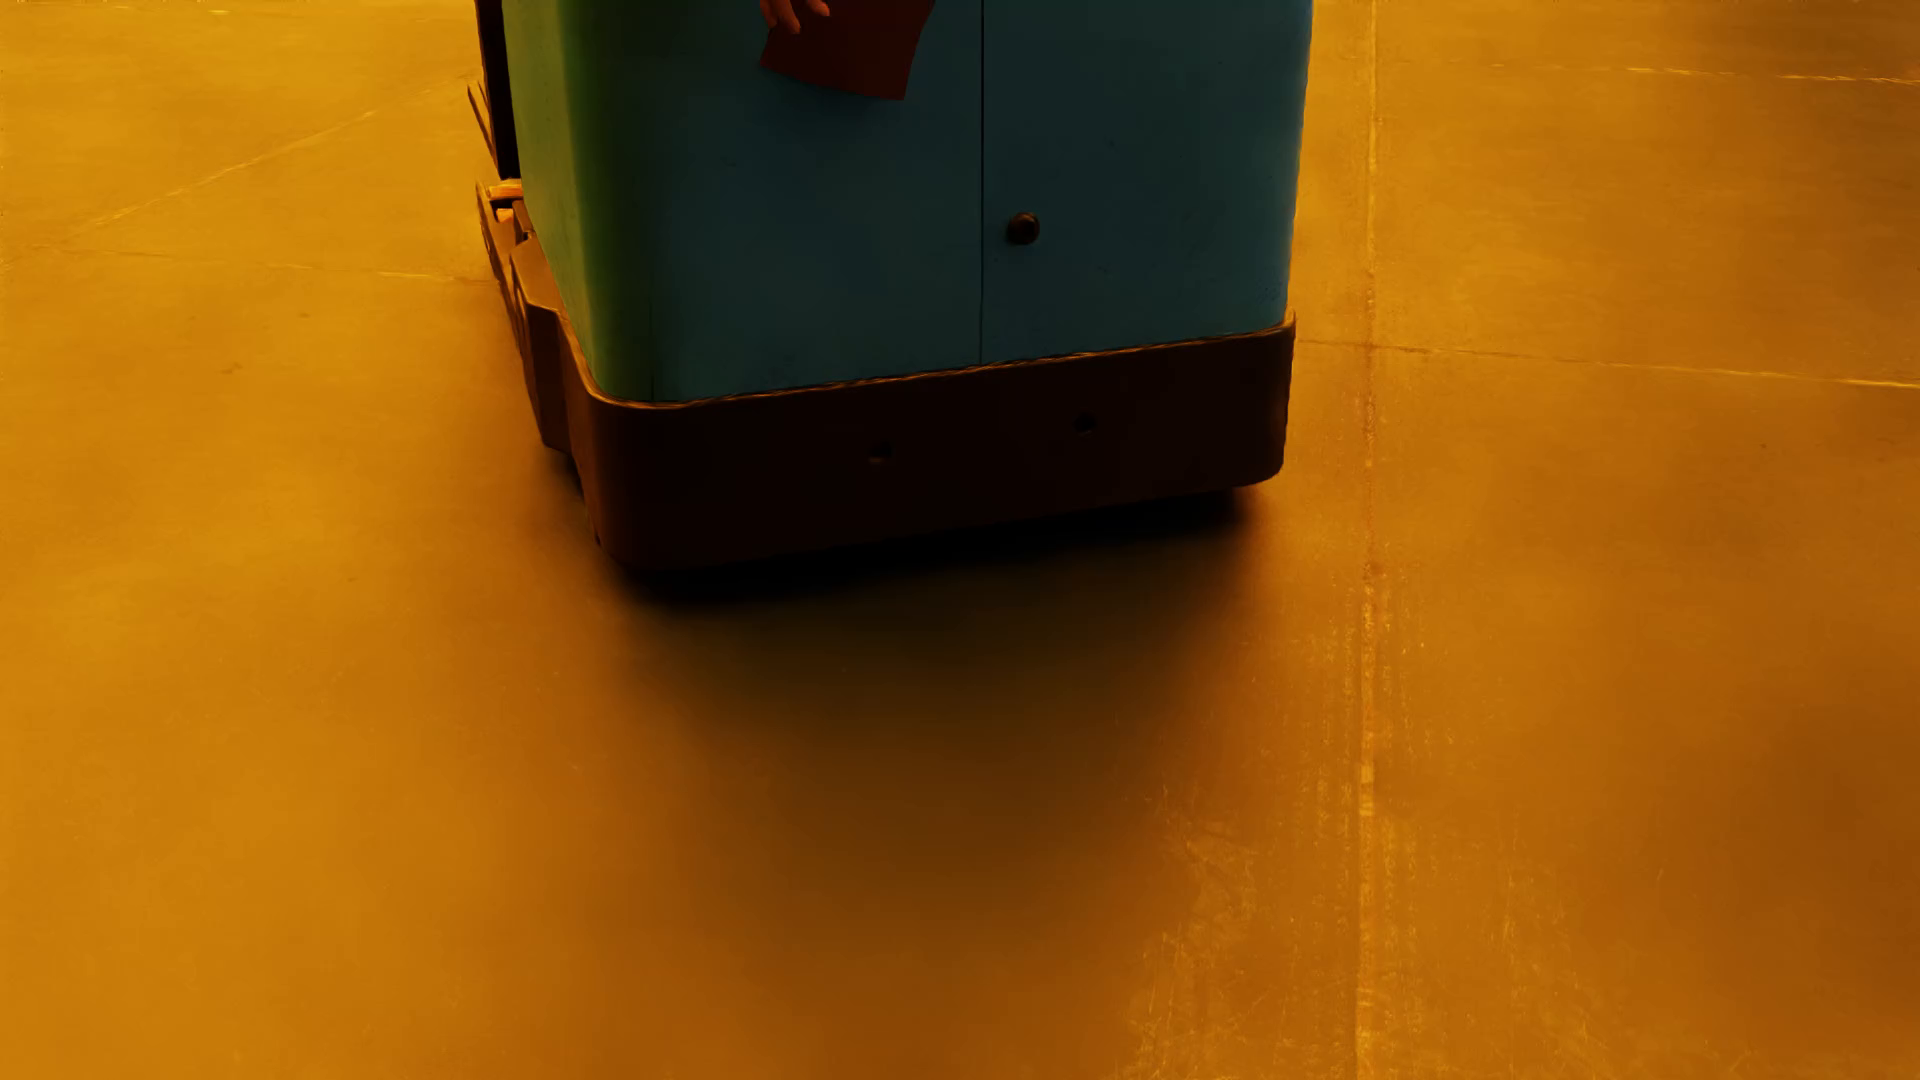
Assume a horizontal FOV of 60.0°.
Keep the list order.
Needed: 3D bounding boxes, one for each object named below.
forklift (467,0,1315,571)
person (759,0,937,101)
[{"bbox_3d":[-0.454,-1.911,3.033,1.130,2.935,3.031,-9,28,-17],"label":"forklift"},{"bbox_3d":[-0.166,-0.852,2.143,0.557,1.757,0.790,5,27,10],"label":"person"}]
